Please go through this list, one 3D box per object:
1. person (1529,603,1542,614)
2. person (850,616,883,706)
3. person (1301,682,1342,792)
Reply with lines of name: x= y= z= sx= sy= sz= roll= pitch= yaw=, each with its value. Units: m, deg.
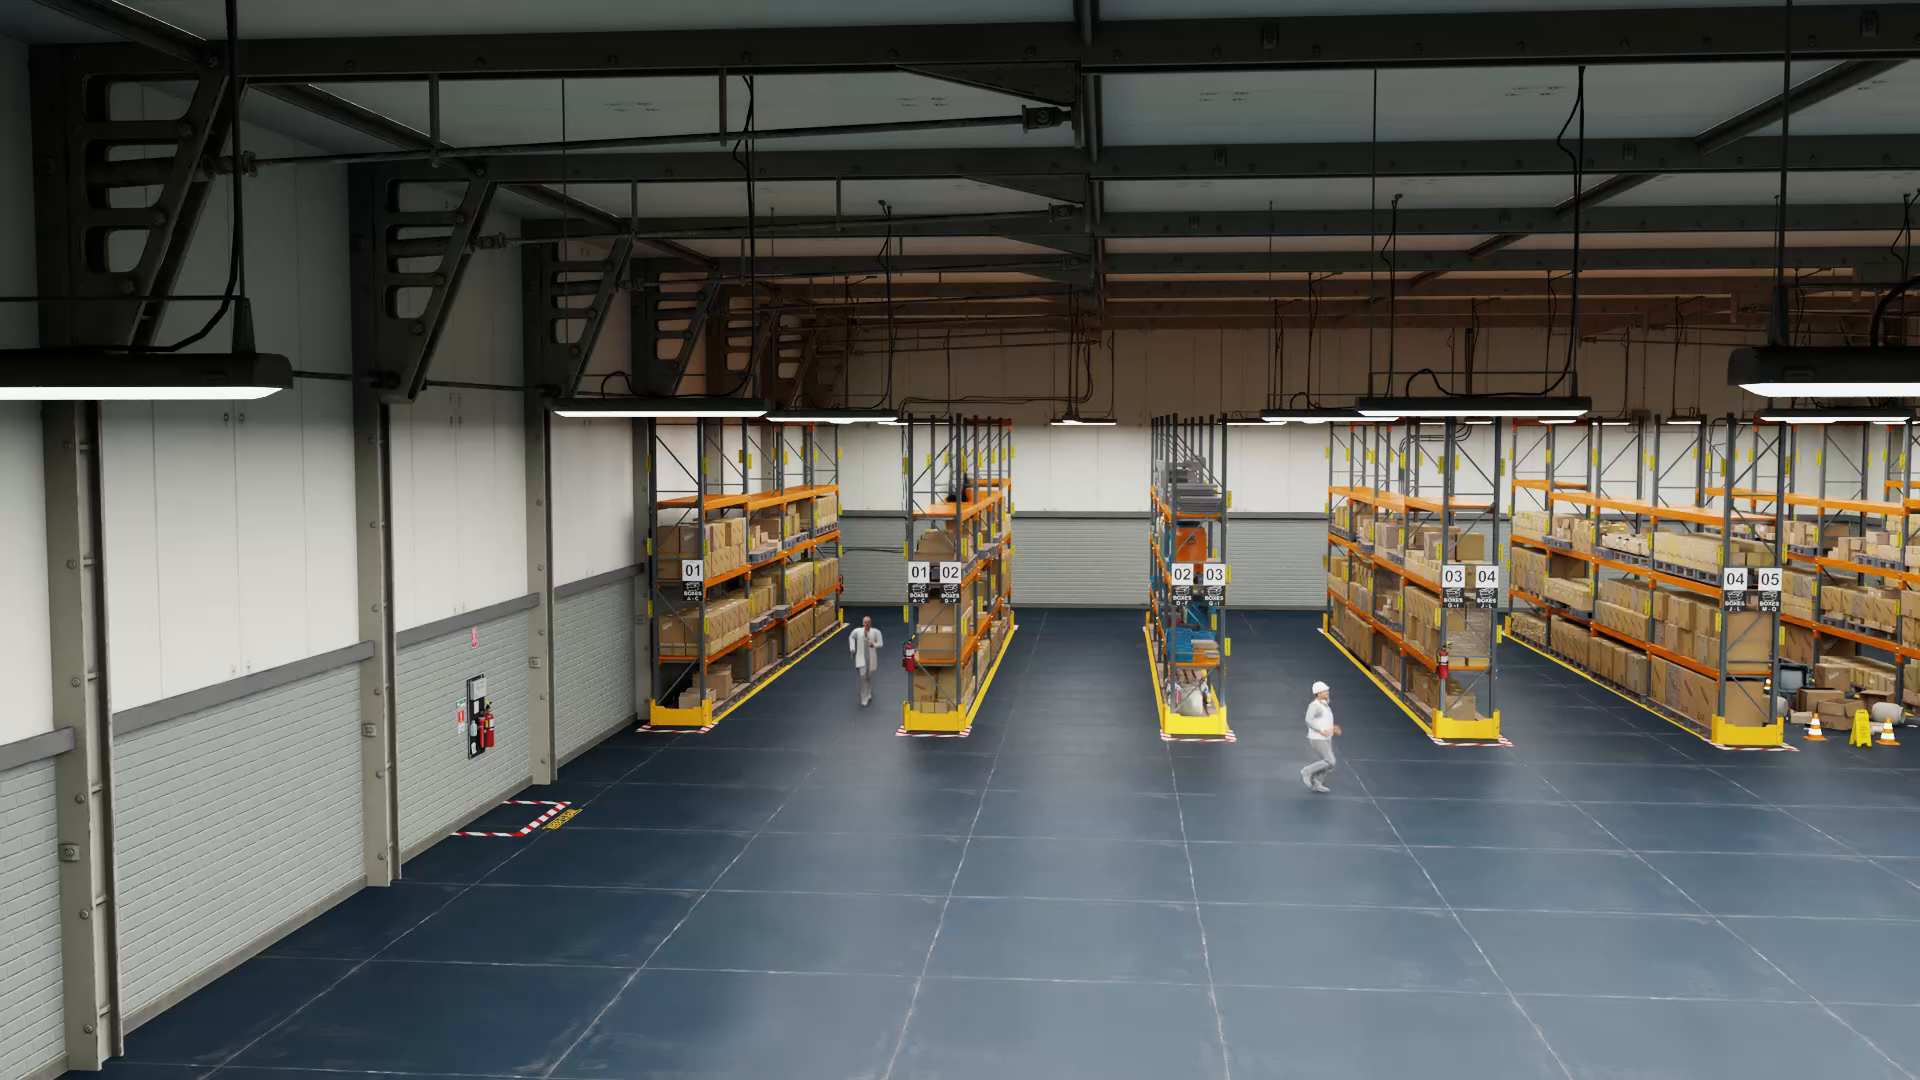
person: x=16.434 y=1.732 z=47.254 sx=0.733 sy=1.618 sz=0.804 roll=2 pitch=4 yaw=29
person: x=-1.937 y=2.506 z=34.579 sx=0.666 sy=1.847 sz=0.904 roll=-1 pitch=4 yaw=-9
person: x=5.680 y=3.096 z=26.153 sx=0.577 sy=1.726 sz=0.643 roll=2 pitch=4 yaw=28
